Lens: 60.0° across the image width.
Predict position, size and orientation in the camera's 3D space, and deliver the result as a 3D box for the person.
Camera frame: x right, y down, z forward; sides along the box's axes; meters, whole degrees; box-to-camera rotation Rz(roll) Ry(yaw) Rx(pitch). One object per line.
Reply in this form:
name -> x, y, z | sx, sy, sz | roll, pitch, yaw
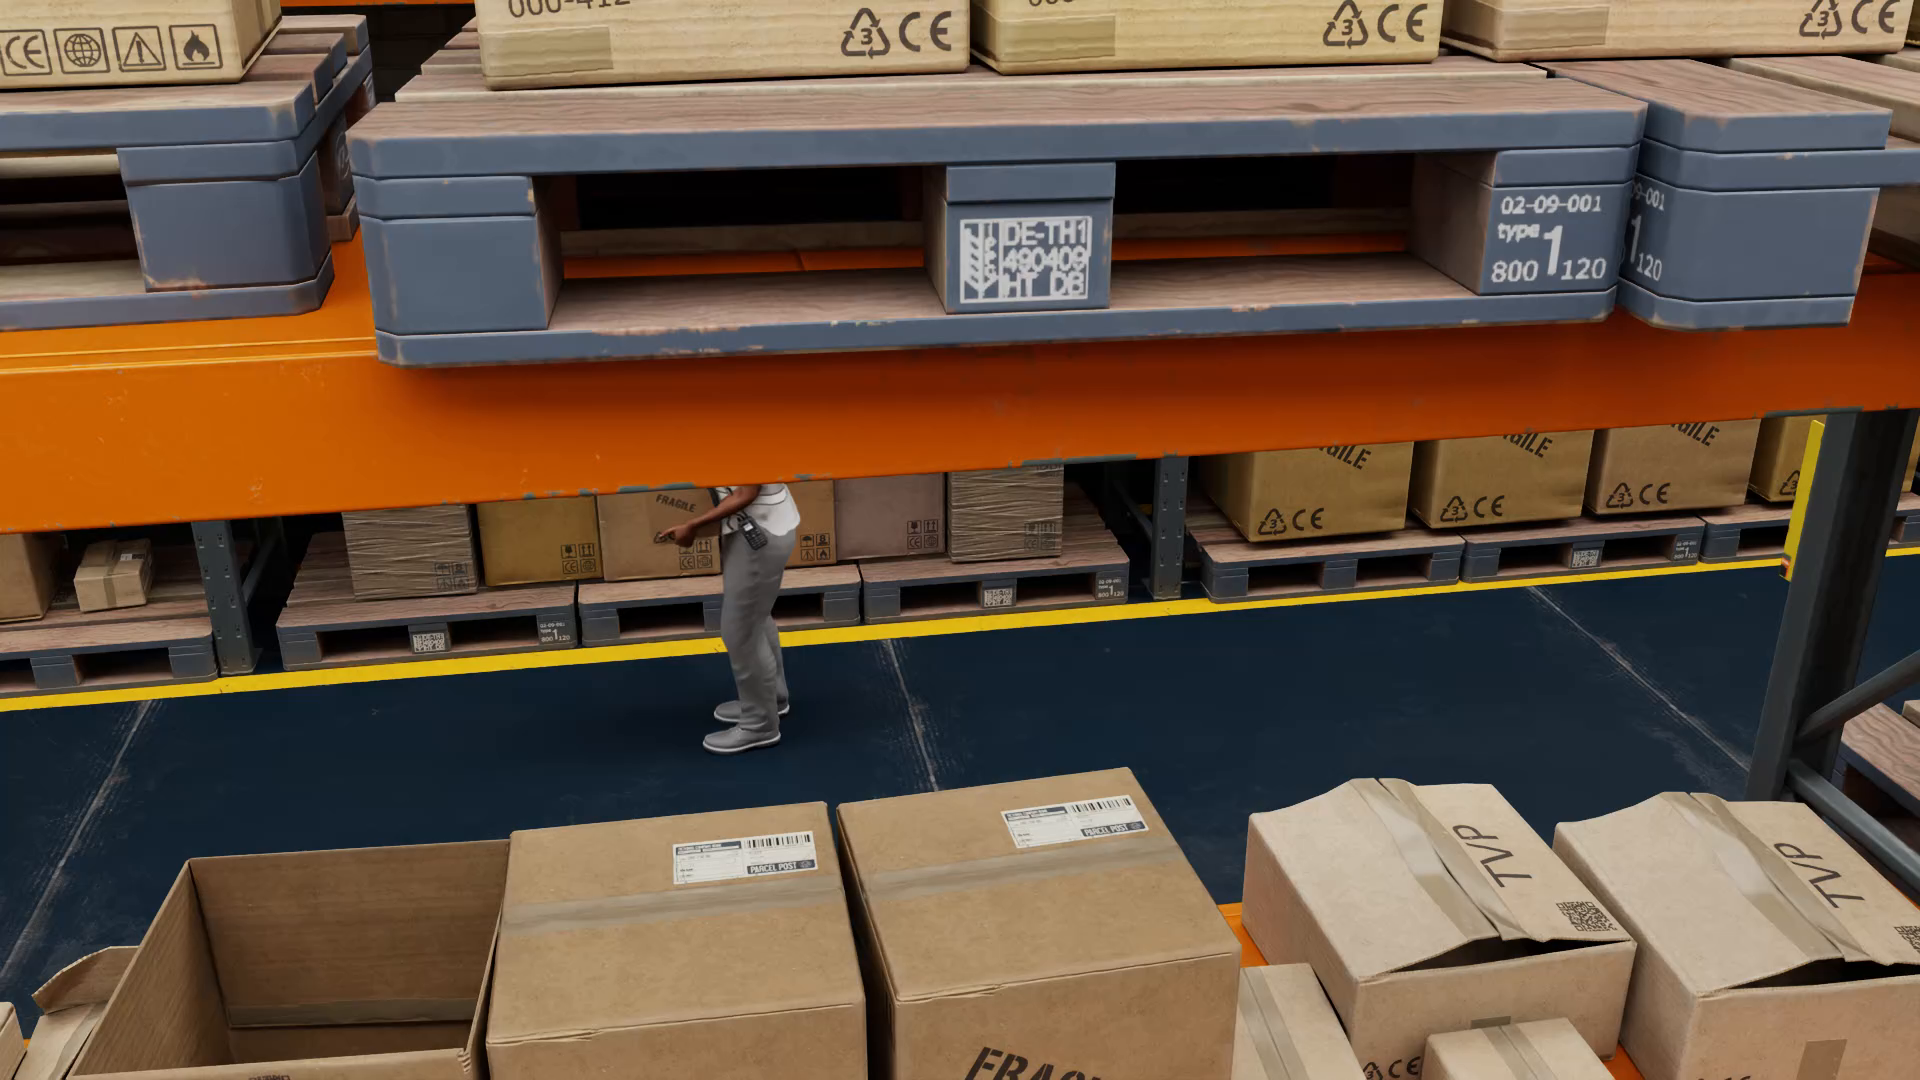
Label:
person -> -0.831, -0.026, 6.122 | 0.539, 1.688, 0.449 | -4, 24, -10
